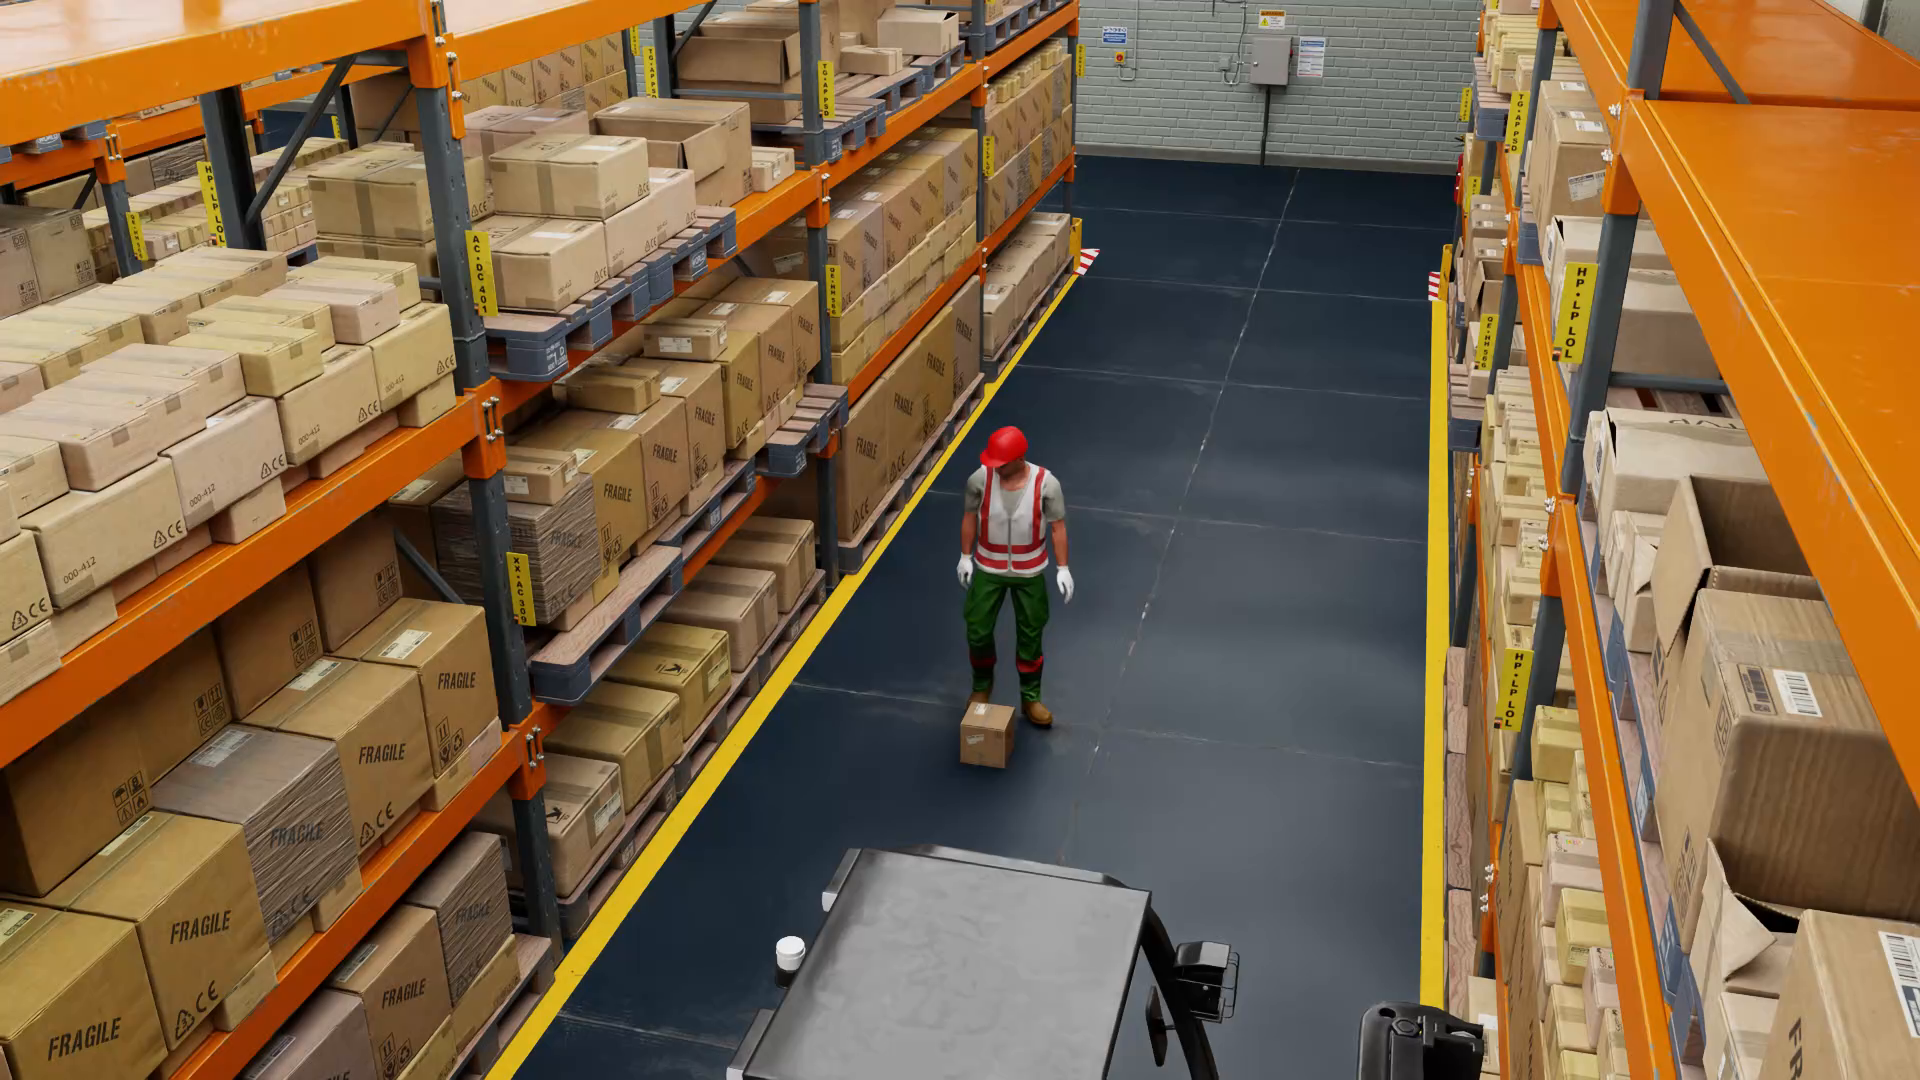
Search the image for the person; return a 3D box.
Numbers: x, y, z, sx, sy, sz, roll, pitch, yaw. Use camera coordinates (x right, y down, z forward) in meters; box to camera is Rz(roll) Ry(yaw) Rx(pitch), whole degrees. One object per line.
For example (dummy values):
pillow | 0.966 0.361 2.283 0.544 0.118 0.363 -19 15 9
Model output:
person | 0.307 0.189 9.265 0.659 1.790 0.389 1 25 3
